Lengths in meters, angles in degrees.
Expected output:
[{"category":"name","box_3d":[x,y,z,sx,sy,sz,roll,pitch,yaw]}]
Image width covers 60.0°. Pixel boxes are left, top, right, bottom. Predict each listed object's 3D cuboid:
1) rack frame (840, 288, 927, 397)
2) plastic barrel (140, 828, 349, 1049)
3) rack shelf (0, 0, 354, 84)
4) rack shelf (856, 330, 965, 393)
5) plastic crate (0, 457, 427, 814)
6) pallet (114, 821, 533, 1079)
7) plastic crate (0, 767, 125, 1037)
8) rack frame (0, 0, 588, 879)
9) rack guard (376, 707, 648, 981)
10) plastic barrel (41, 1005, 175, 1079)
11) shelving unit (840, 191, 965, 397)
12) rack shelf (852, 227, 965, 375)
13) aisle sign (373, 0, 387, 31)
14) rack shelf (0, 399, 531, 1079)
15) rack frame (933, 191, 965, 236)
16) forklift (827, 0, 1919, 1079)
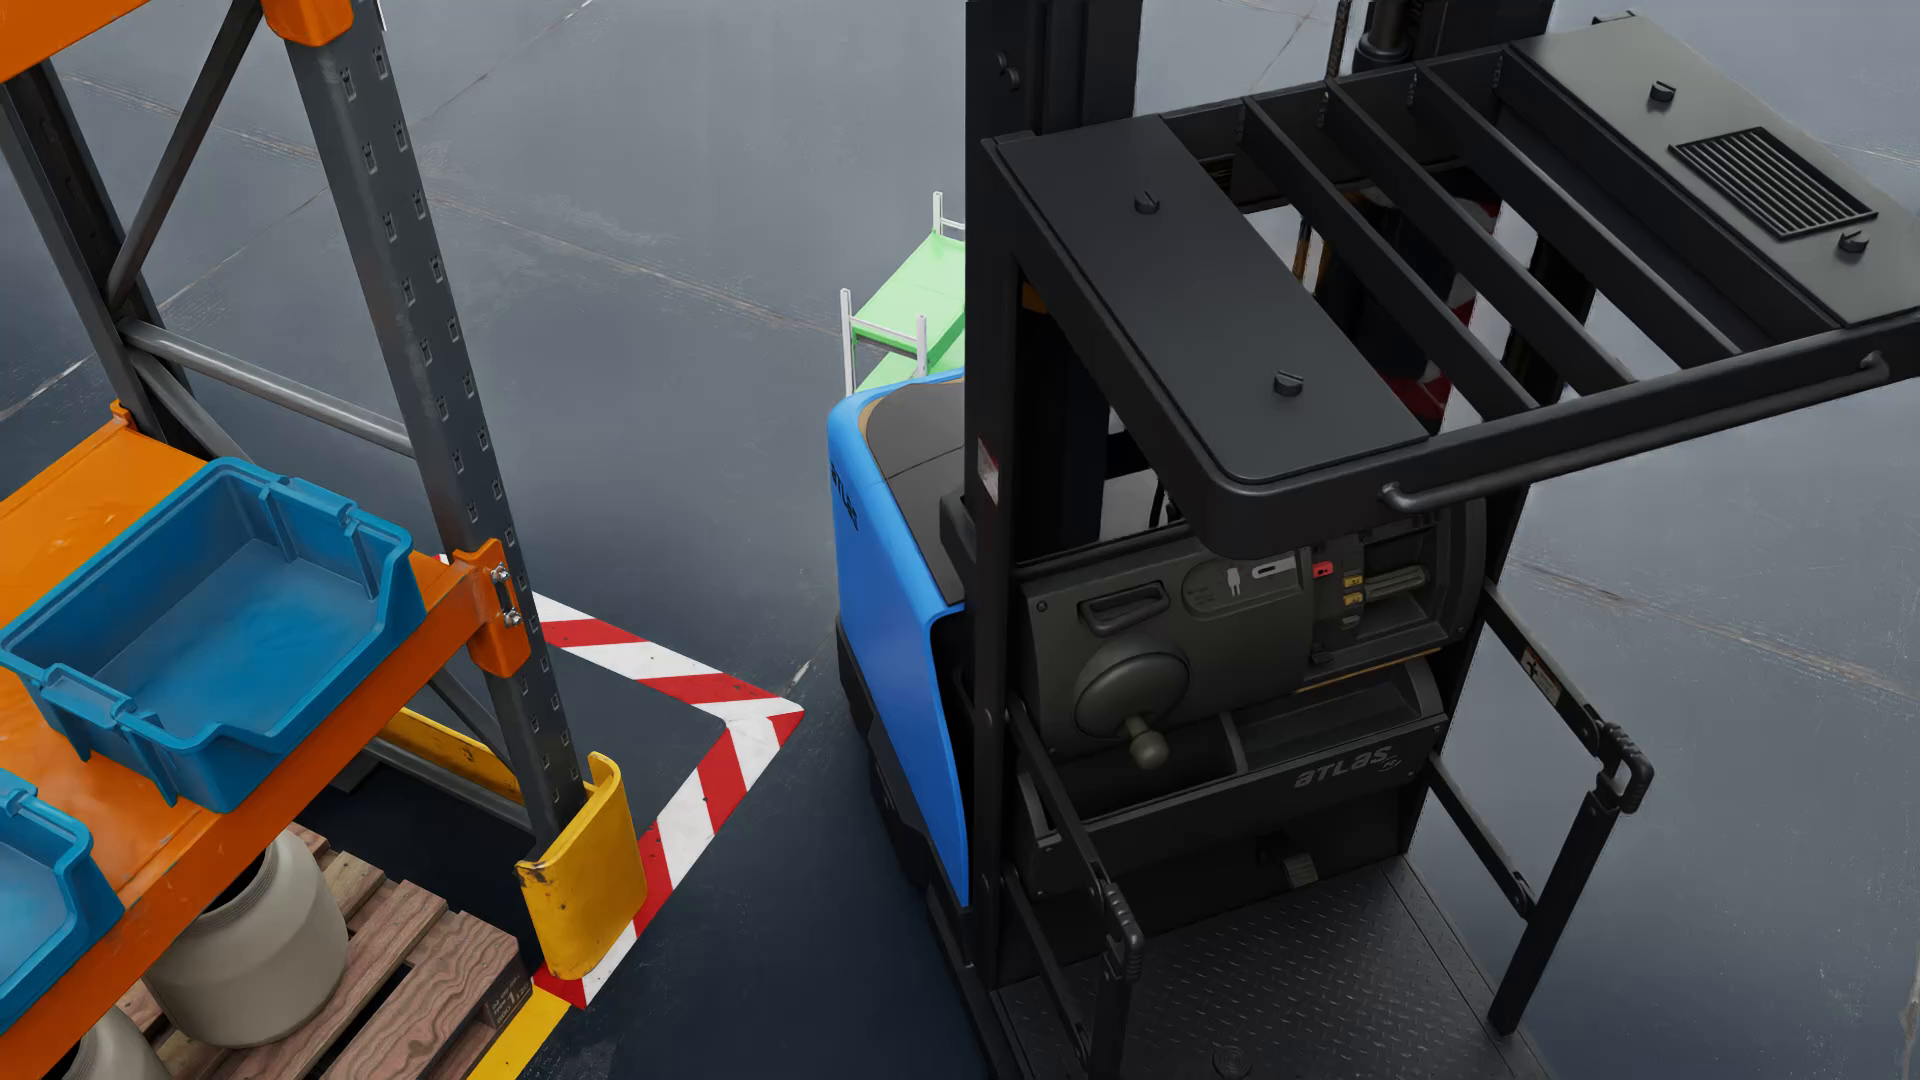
[{"category":"rack frame","box_3d":[-0.192,-0.170,4.573,0.240,1.200,0.015,21,49,19]},{"category":"plastic barrel","box_3d":[-1.633,0.866,3.739,0.421,0.512,0.421,0,45,0]},{"category":"rack shelf","box_3d":[-2.323,0.158,1.382,1.077,0.370,4.000,20,49,19]},{"category":"rack shelf","box_3d":[-0.078,-0.447,4.598,0.258,0.148,0.480,21,49,19]},{"category":"plastic crate","box_3d":[-1.362,0.166,3.081,0.499,0.251,0.616,20,49,19]},{"category":"pallet","box_3d":[-1.771,1.253,3.863,1.003,0.211,1.213,20,49,19]},{"category":"plastic crate","box_3d":[-1.669,0.573,2.679,0.499,0.251,0.408,20,49,19]},{"category":"rack frame","box_3d":[-1.395,-0.300,3.438,1.000,3.000,0.127,20,49,19]},{"category":"rack guard","box_3d":[-1.389,0.642,4.264,1.175,0.500,0.348,20,49,19]},{"category":"plastic barrel","box_3d":[-1.866,1.182,3.427,0.421,0.512,0.421,0,45,0]},{"category":"shelving unit","box_3d":[-0.078,-0.323,4.724,0.258,1.200,0.503,21,49,19]},{"category":"rack shelf","box_3d":[-0.078,-0.615,4.427,0.258,0.148,0.480,21,49,19]},{"category":"aisle sign","box_3d":[-1.099,-1.161,2.461,0.394,0.787,0.004,20,49,19]},{"category":"rack shelf","box_3d":[-2.323,1.212,2.448,1.077,0.370,4.000,20,49,19]},{"category":"rack frame","box_3d":[0.036,-0.477,4.875,0.240,1.200,0.015,21,49,19]},{"category":"forklift","box_3d":[0.641,0.240,2.952,1.130,2.935,3.031,-15,47,-14]}]
